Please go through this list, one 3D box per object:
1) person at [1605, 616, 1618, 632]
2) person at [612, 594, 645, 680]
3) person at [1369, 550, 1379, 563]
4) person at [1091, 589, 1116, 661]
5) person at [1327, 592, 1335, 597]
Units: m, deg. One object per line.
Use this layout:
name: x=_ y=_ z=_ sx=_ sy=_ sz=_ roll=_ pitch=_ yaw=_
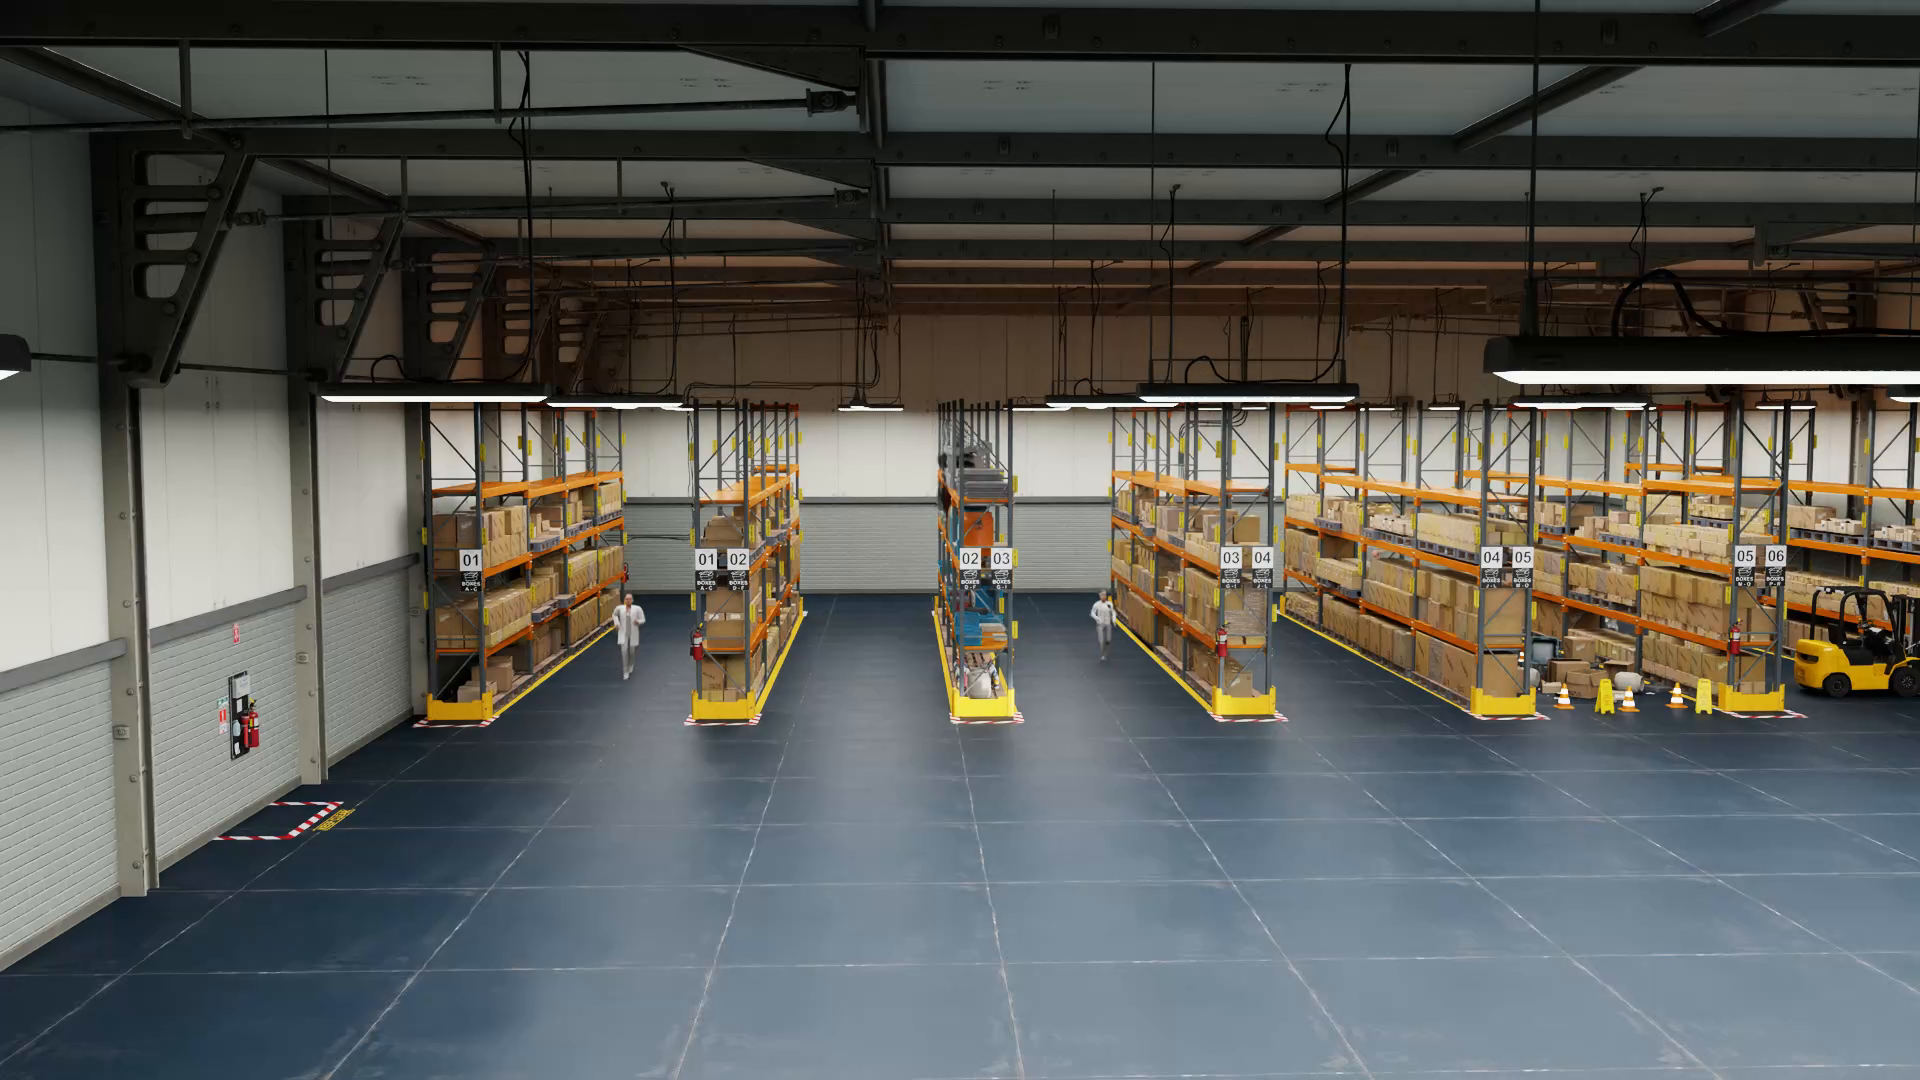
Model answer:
person: x=16.499 y=1.645 z=42.204 sx=0.647 sy=1.735 sz=0.642 roll=-1 pitch=4 yaw=-7
person: x=-7.206 y=2.074 z=36.190 sx=0.705 sy=1.802 sz=1.046 roll=-1 pitch=4 yaw=-11
person: x=12.276 y=1.134 z=49.459 sx=0.541 sy=1.674 sz=0.653 roll=-2 pitch=5 yaw=-19
person: x=3.346 y=1.971 z=38.626 sx=0.612 sy=1.653 sz=0.548 roll=0 pitch=4 yaw=-4
person: x=10.953 y=1.207 z=48.290 sx=0.690 sy=1.846 sz=0.768 roll=-3 pitch=6 yaw=-38
